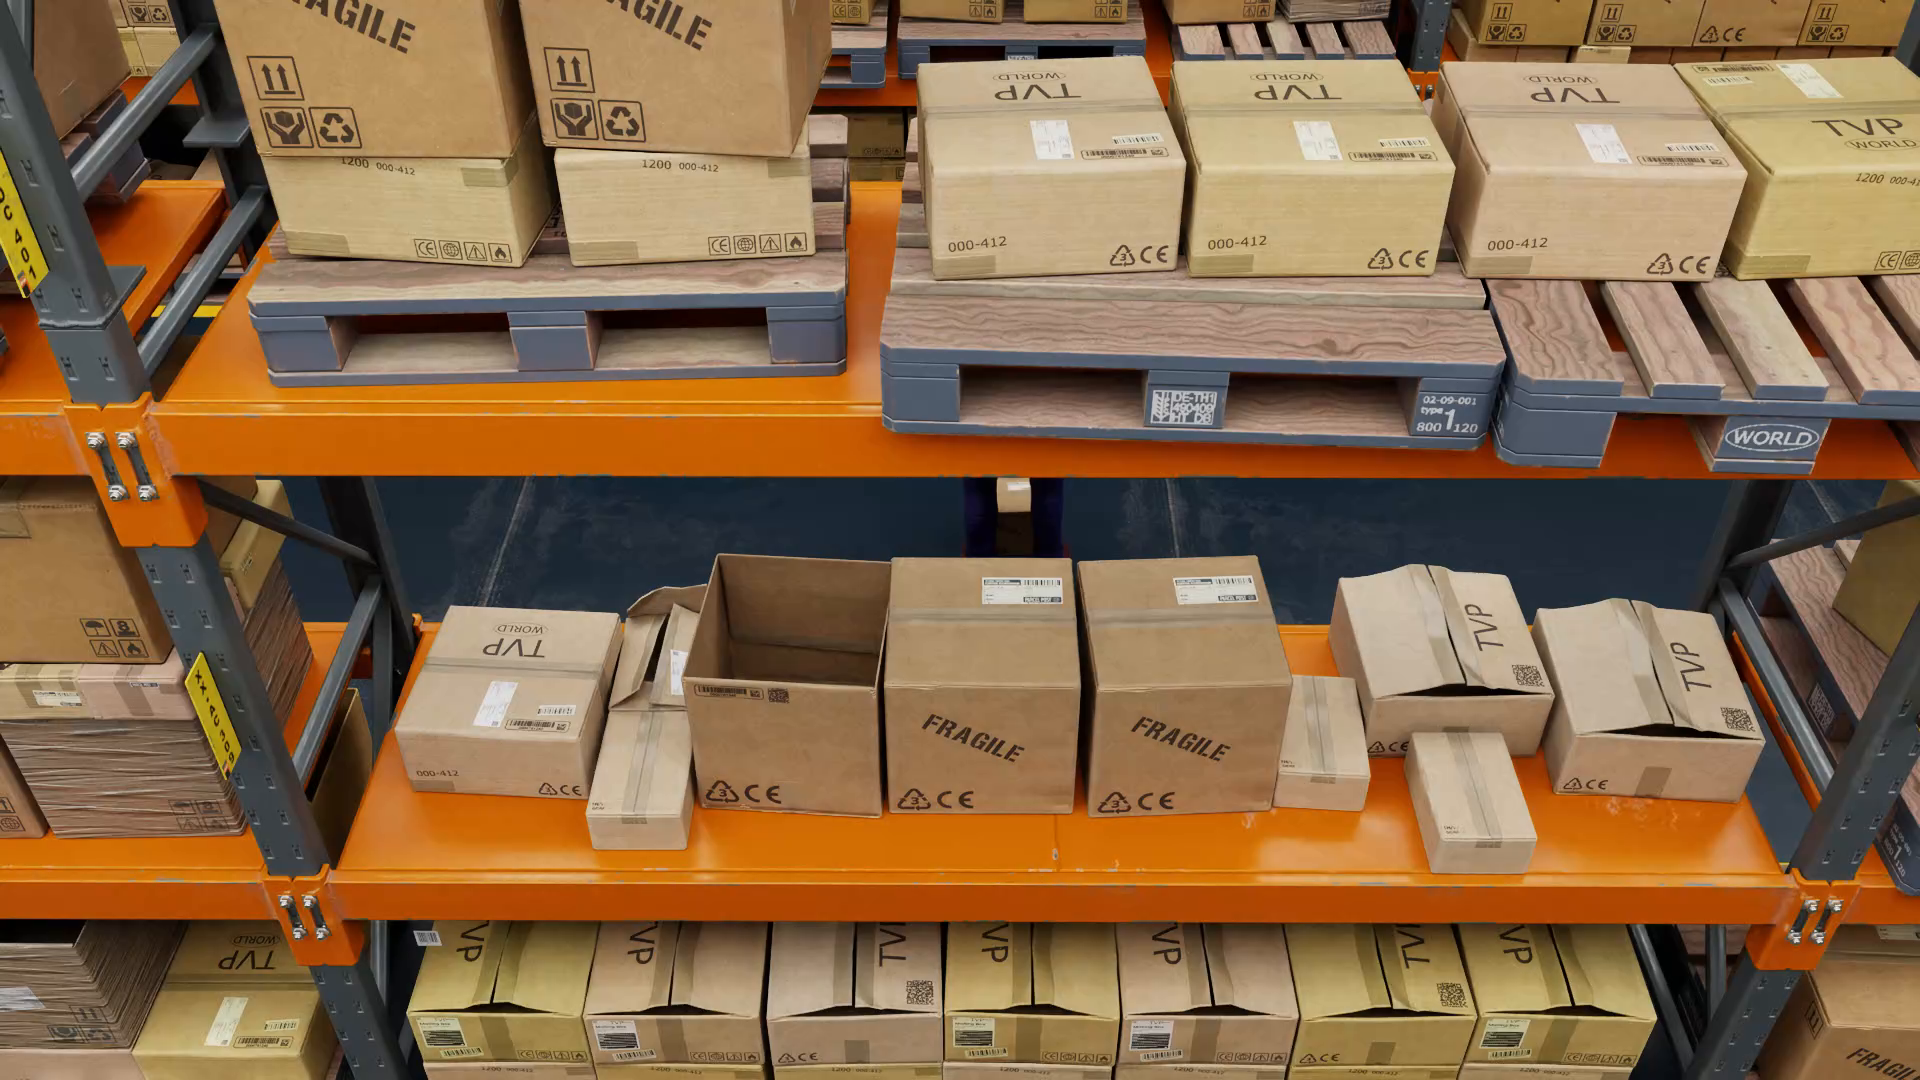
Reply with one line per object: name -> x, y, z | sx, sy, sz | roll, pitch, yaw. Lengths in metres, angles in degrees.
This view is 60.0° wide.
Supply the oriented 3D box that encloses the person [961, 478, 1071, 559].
person -> 0.220, -0.491, 6.751 | 0.550, 1.650, 0.369 | -2, 40, -2
